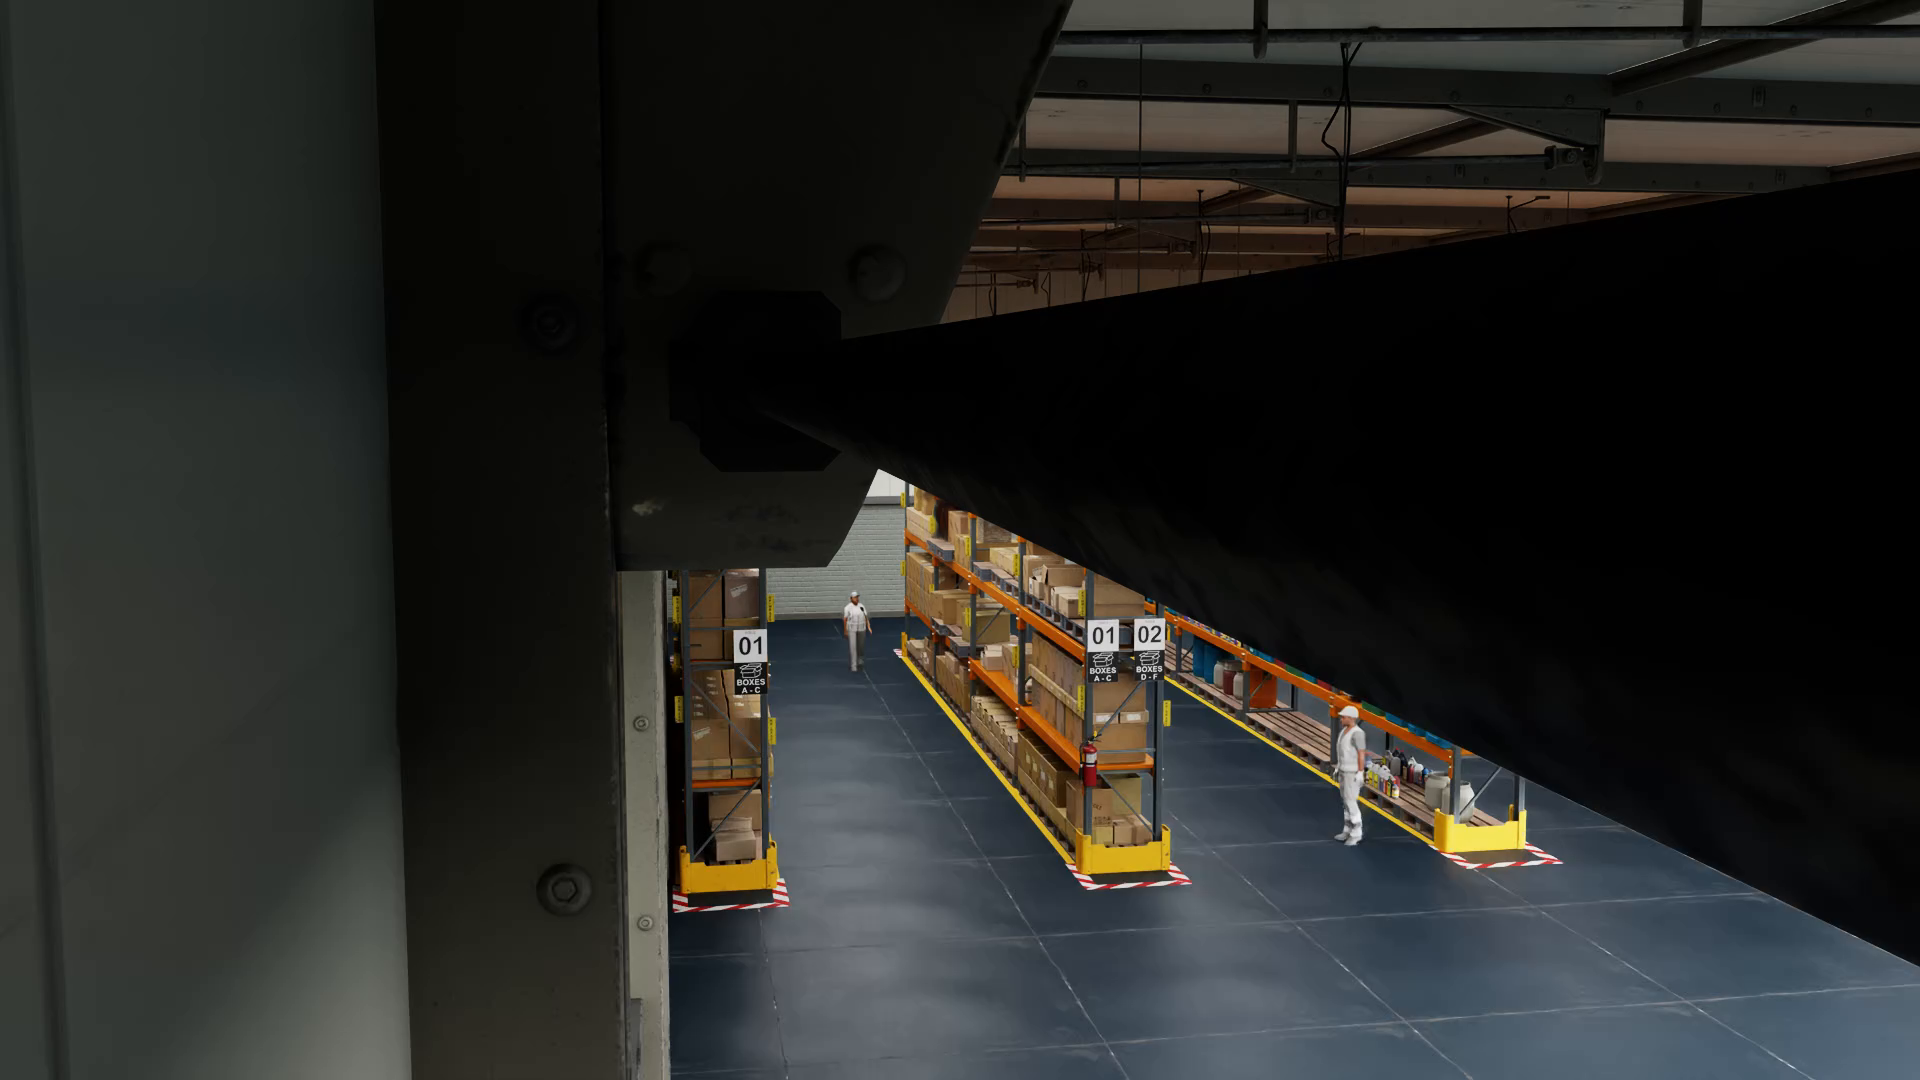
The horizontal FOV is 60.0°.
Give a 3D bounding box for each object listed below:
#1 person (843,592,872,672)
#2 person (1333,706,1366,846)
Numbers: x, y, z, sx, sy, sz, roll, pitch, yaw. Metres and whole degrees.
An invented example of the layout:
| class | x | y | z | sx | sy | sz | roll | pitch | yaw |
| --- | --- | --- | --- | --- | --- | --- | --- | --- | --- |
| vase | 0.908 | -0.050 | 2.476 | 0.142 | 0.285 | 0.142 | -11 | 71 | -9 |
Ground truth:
| class | x | y | z | sx | sy | sz | roll | pitch | yaw |
| --- | --- | --- | --- | --- | --- | --- | --- | --- | --- |
| person | -2.147 | 1.886 | 34.674 | 0.572 | 1.609 | 0.987 | -1 | 6 | -10 |
| person | 5.204 | 3.137 | 22.282 | 0.377 | 1.819 | 0.616 | -1 | 6 | -10 |
